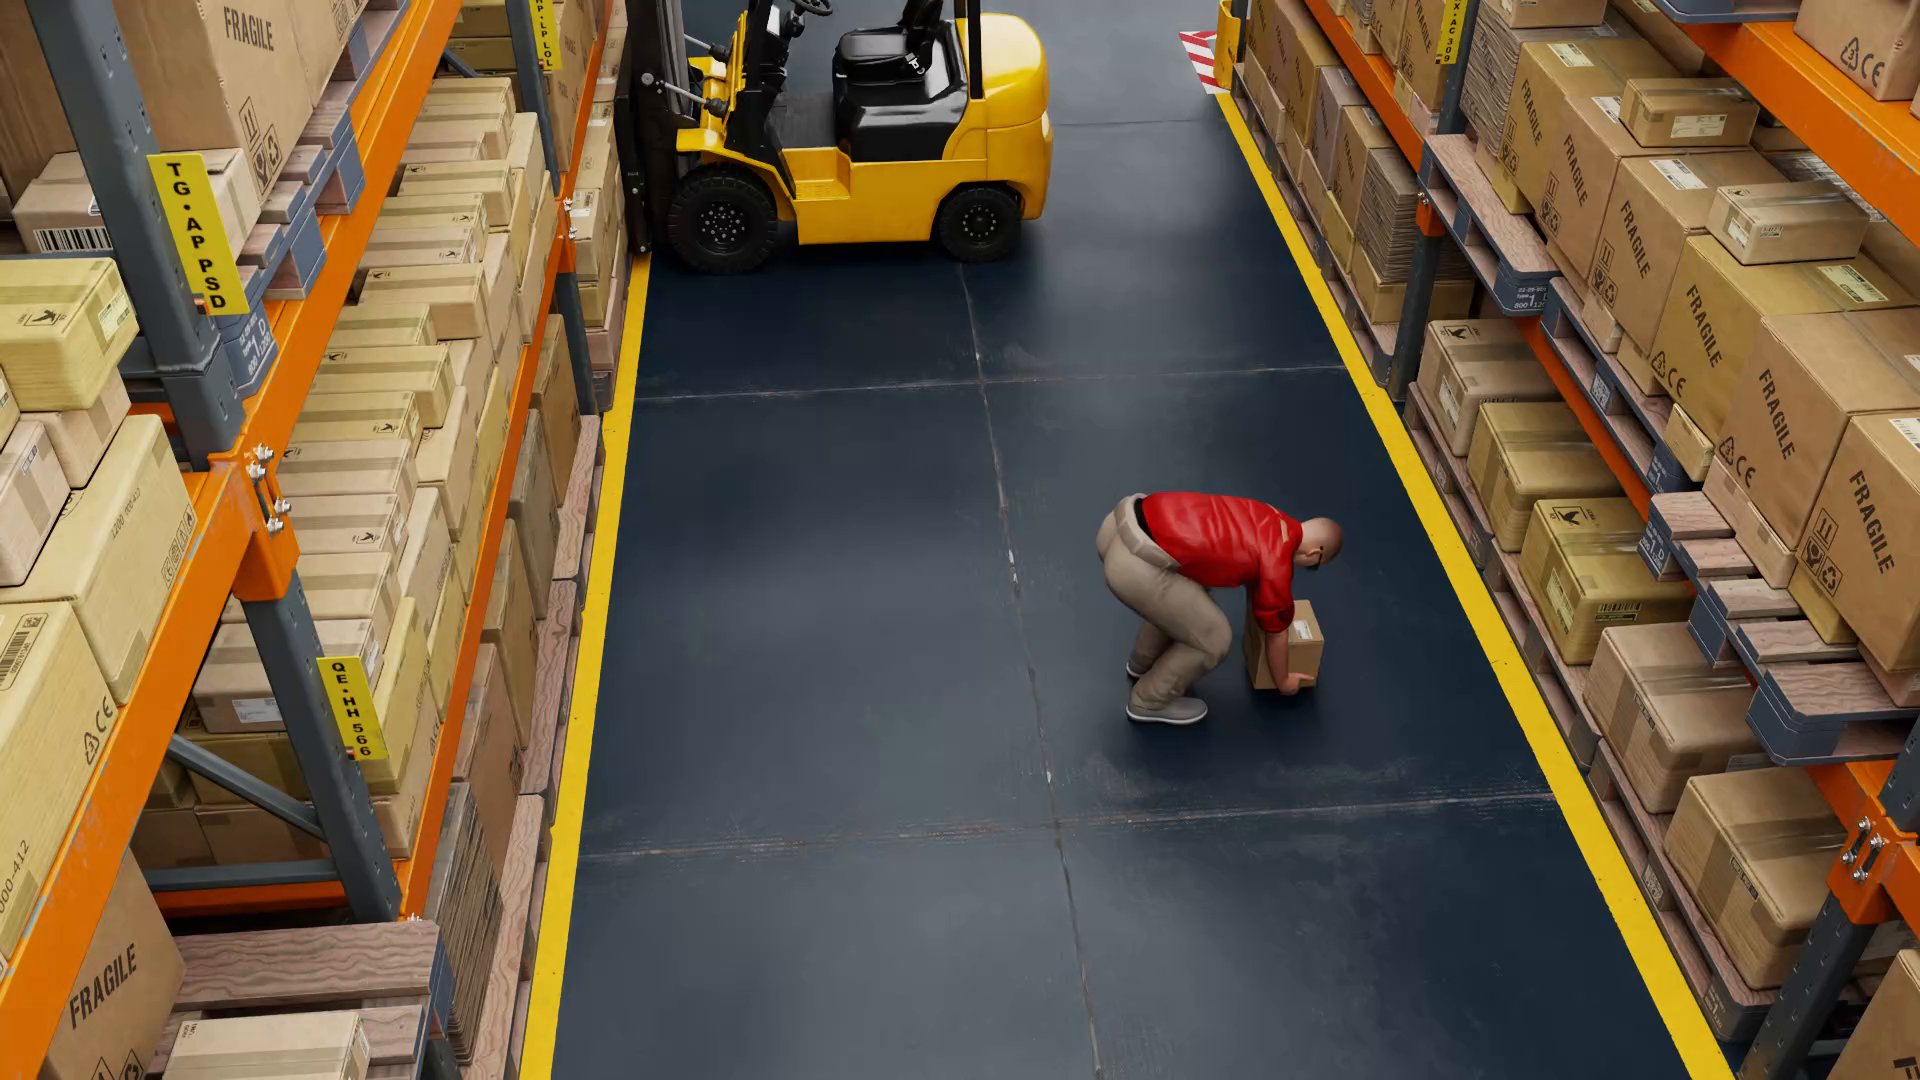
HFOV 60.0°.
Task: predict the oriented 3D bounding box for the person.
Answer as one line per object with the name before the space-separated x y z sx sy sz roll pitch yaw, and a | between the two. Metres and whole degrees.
person | 1.000 0.231 6.492 0.957 0.962 0.517 -5 39 -6
